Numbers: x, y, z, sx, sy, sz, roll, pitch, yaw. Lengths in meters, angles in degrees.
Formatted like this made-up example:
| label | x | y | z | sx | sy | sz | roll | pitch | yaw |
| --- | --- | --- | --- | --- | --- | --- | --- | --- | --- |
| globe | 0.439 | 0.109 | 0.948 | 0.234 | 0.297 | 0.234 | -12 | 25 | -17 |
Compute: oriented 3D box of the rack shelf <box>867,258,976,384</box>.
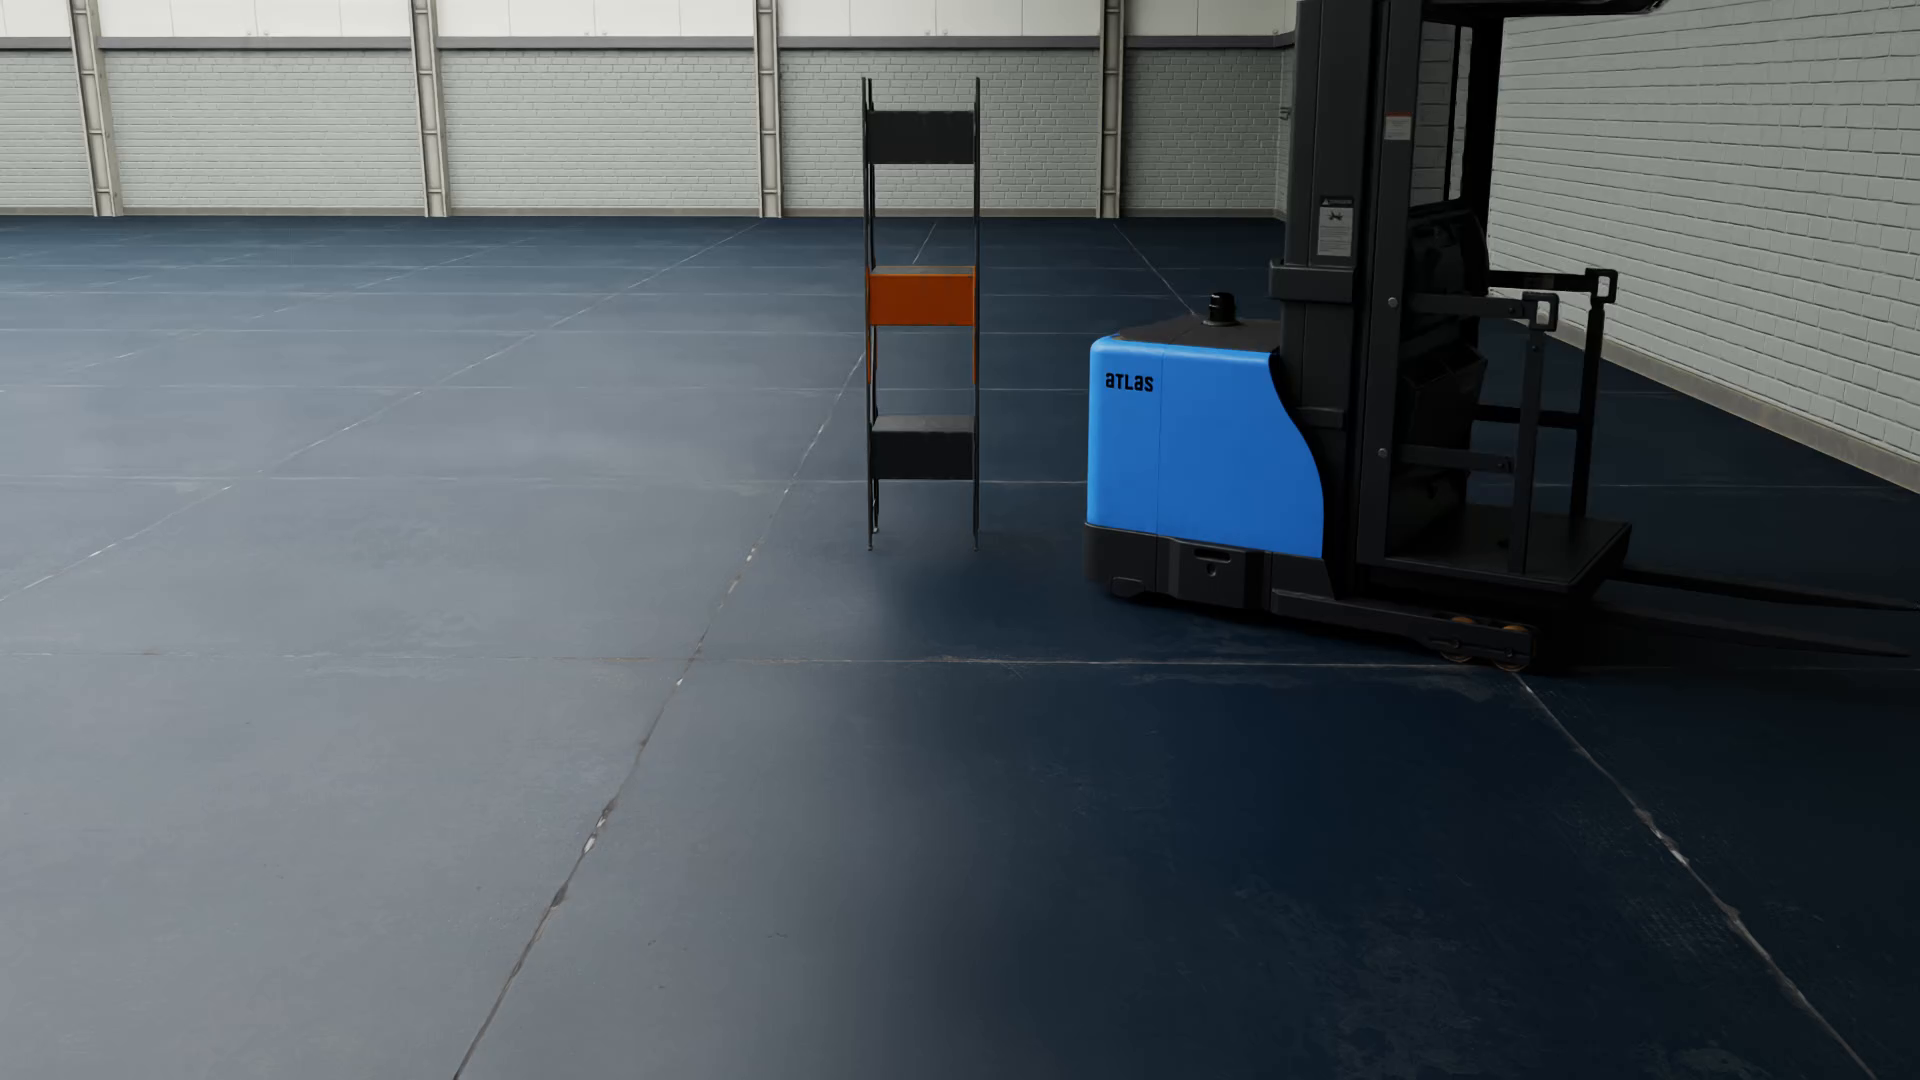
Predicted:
| label | x | y | z | sx | sy | sz | roll | pitch | yaw |
| --- | --- | --- | --- | --- | --- | --- | --- | --- | --- |
| rack shelf | -0.165 | -1.003 | 7.580 | 0.480 | 0.518 | 0.431 | 0 | 15 | 1 |

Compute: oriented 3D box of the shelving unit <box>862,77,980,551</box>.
| label | x | y | z | sx | sy | sz | roll | pitch | yaw |
| --- | --- | --- | --- | --- | --- | --- | --- | --- | --- |
| shelving unit | -0.165 | -1.016 | 7.576 | 0.503 | 2.100 | 0.431 | 0 | 15 | 1 |

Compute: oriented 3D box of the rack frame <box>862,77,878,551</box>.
| label | x | y | z | sx | sy | sz | roll | pitch | yaw |
| --- | --- | --- | --- | --- | --- | --- | --- | --- | --- |
| rack frame | -0.409 | -1.018 | 7.582 | 0.015 | 2.100 | 0.400 | 0 | 15 | 1 |

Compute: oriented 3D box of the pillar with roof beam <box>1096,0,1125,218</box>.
| label | x | y | z | sx | sy | sz | roll | pitch | yaw |
| --- | --- | --- | --- | --- | --- | --- | --- | --- | --- |
| pillar with roof beam | 2.517 | -8.992 | 24.283 | 0.400 | 9.000 | 9.100 | 0 | 15 | 1 |

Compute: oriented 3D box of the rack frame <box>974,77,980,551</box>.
| label | x | y | z | sx | sy | sz | roll | pitch | yaw |
| --- | --- | --- | --- | --- | --- | --- | --- | --- | --- |
| rack frame | 0.078 | -1.015 | 7.570 | 0.015 | 2.100 | 0.400 | 0 | 15 | 1 |

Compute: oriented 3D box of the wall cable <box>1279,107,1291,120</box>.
| label | x | y | z | sx | sy | sz | roll | pitch | yaw |
| --- | --- | --- | --- | --- | --- | --- | --- | --- | --- |
| wall cable | 5.538 | -8.232 | 27.490 | 0.112 | 2.526 | 3.097 | 0 | 15 | 1 |

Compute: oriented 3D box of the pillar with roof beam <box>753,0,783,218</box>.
| label | x | y | z | sx | sy | sz | roll | pitch | yaw |
| --- | --- | --- | --- | --- | --- | --- | --- | --- | --- |
| pillar with roof beam | -3.481 | -9.031 | 24.432 | 0.400 | 9.000 | 9.100 | 0 | 15 | 1 |

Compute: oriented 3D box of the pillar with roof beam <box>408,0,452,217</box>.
| label | x | y | z | sx | sy | sz | roll | pitch | yaw |
| --- | --- | --- | --- | --- | --- | --- | --- | --- | --- |
| pillar with roof beam | -9.479 | -9.070 | 24.580 | 0.400 | 9.000 | 9.100 | 0 | 15 | 1 |

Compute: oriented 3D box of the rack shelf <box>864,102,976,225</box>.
| label | x | y | z | sx | sy | sz | roll | pitch | yaw |
| --- | --- | --- | --- | --- | --- | --- | --- | --- | --- |
| rack shelf | -0.165 | -1.680 | 7.401 | 0.480 | 0.518 | 0.431 | 0 | 15 | 1 |

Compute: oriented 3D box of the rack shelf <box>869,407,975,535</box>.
| label | x | y | z | sx | sy | sz | roll | pitch | yaw |
| --- | --- | --- | --- | --- | --- | --- | --- | --- | --- |
| rack shelf | -0.165 | -0.326 | 7.758 | 0.480 | 0.518 | 0.431 | 0 | 15 | 1 |

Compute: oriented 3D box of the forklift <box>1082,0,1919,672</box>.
| label | x | y | z | sx | sy | sz | roll | pitch | yaw |
| --- | --- | --- | --- | --- | --- | --- | --- | --- | --- |
| forklift | 2.035 | -1.094 | 6.242 | 3.031 | 2.935 | 1.130 | 9 | 17 | 31 |

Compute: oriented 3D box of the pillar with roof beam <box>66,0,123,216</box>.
| label | x | y | z | sx | sy | sz | roll | pitch | yaw |
| --- | --- | --- | --- | --- | --- | --- | --- | --- | --- |
| pillar with roof beam | -15.477 | -9.110 | 24.728 | 0.400 | 9.000 | 9.100 | 0 | 15 | 1 |
